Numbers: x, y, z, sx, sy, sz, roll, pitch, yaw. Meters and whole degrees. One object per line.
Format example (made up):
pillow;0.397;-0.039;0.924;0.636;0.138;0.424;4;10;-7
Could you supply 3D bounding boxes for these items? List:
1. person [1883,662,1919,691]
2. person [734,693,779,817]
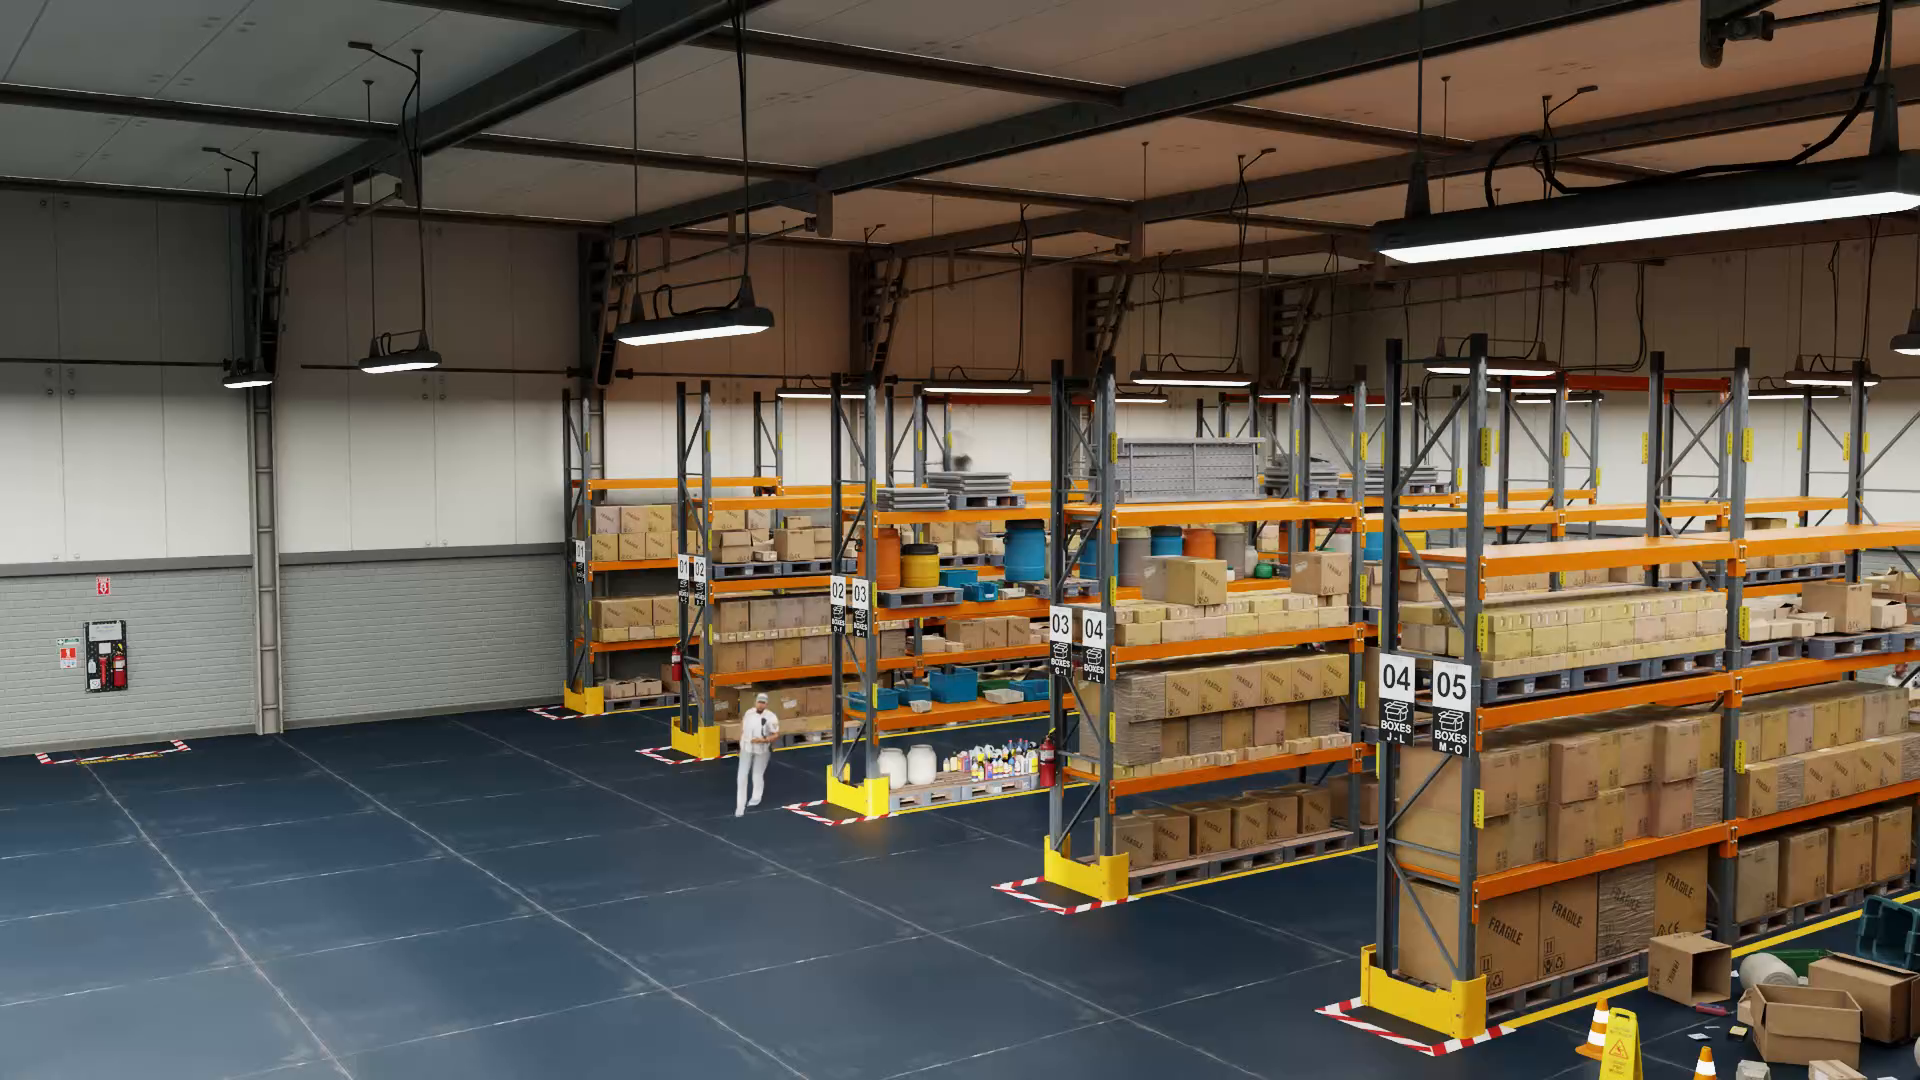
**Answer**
person;14.654;2.657;25.865;0.529;1.710;0.678;-3;5;-41
person;-2.734;2.904;22.685;0.586;1.694;0.717;0;4;5
